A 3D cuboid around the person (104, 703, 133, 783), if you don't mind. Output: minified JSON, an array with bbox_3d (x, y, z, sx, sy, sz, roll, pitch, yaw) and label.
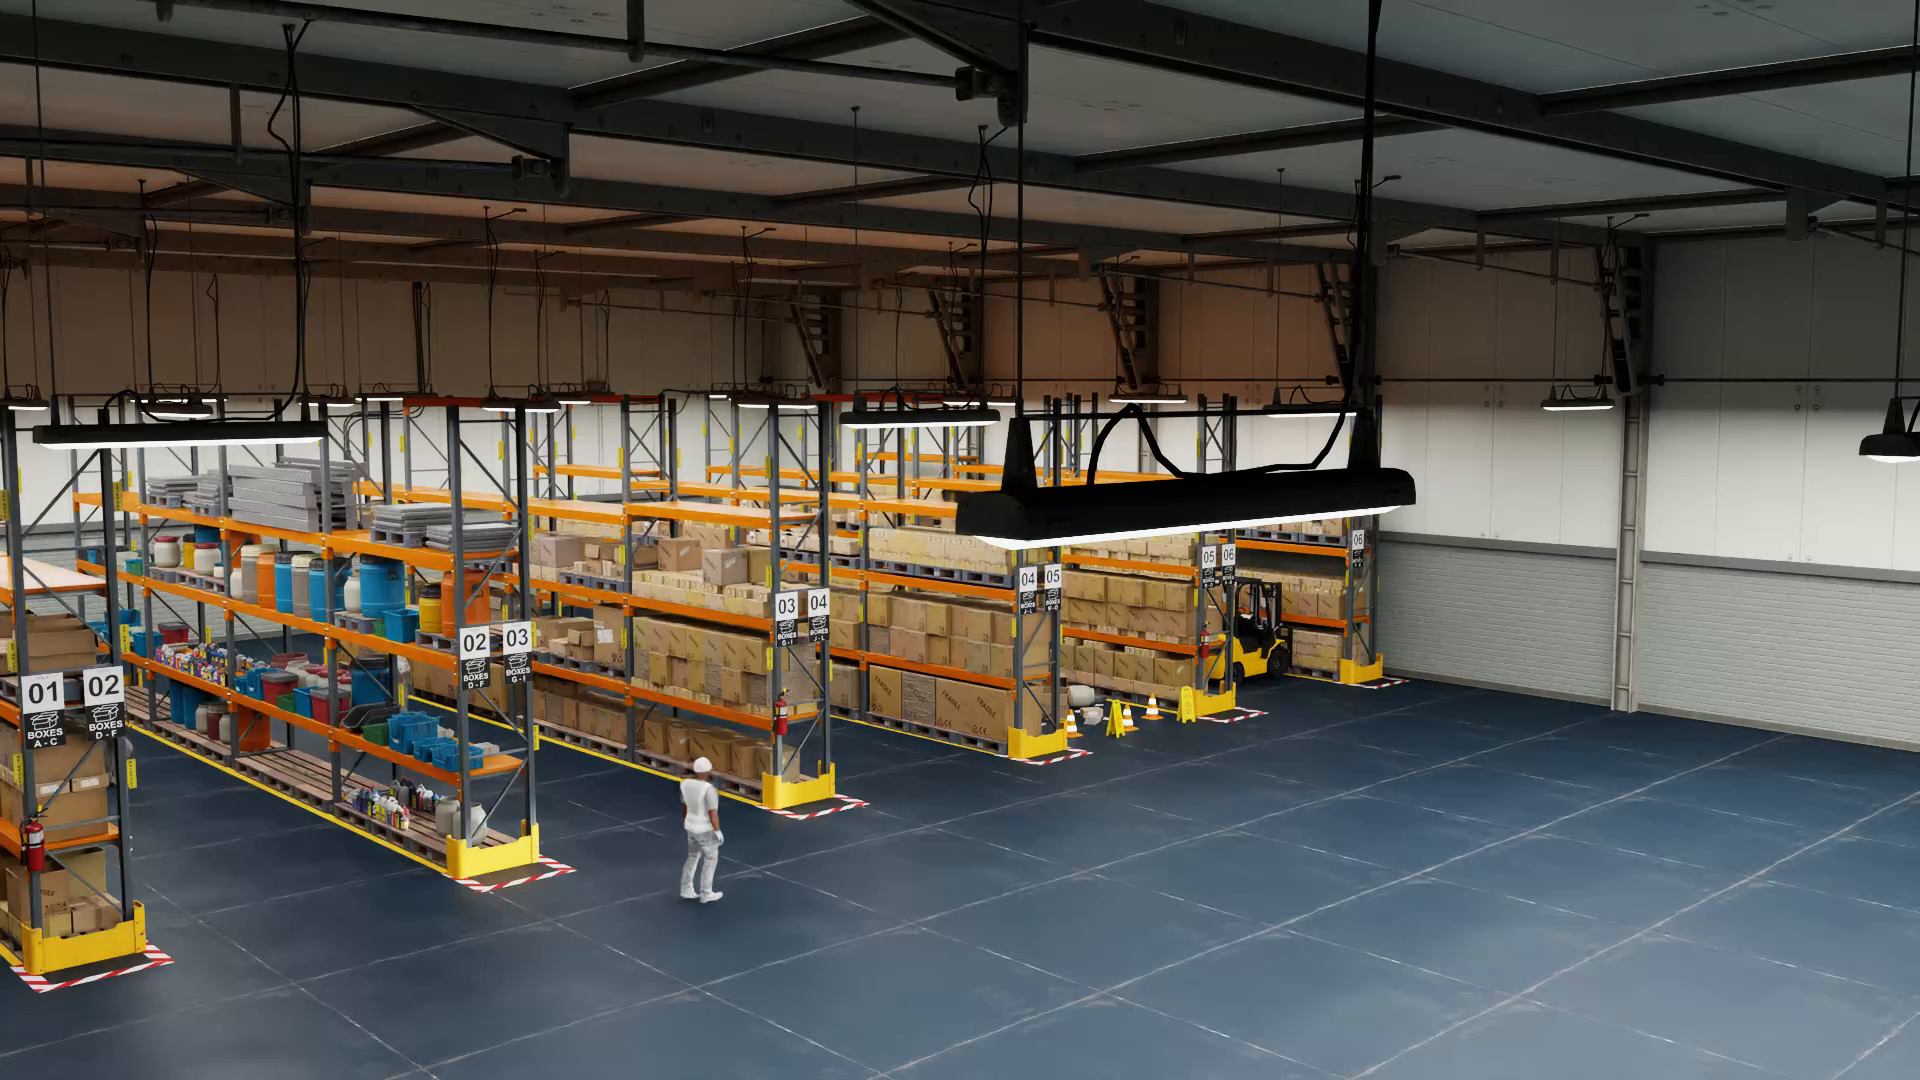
[{"bbox_3d":[-13.217,2.957,26.038,0.529,1.829,0.584,-1,6,-13],"label":"person"}]

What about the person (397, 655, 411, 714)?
[{"bbox_3d":[-10.439,2.514,31.087,0.434,1.729,0.515,1,6,8],"label":"person"}]

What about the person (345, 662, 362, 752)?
[{"bbox_3d":[-10.228,2.819,28.249,0.565,1.645,0.475,1,6,10],"label":"person"}]

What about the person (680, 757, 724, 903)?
[{"bbox_3d":[-3.120,3.525,20.189,0.446,1.822,0.619,-4,7,-38],"label":"person"}]
